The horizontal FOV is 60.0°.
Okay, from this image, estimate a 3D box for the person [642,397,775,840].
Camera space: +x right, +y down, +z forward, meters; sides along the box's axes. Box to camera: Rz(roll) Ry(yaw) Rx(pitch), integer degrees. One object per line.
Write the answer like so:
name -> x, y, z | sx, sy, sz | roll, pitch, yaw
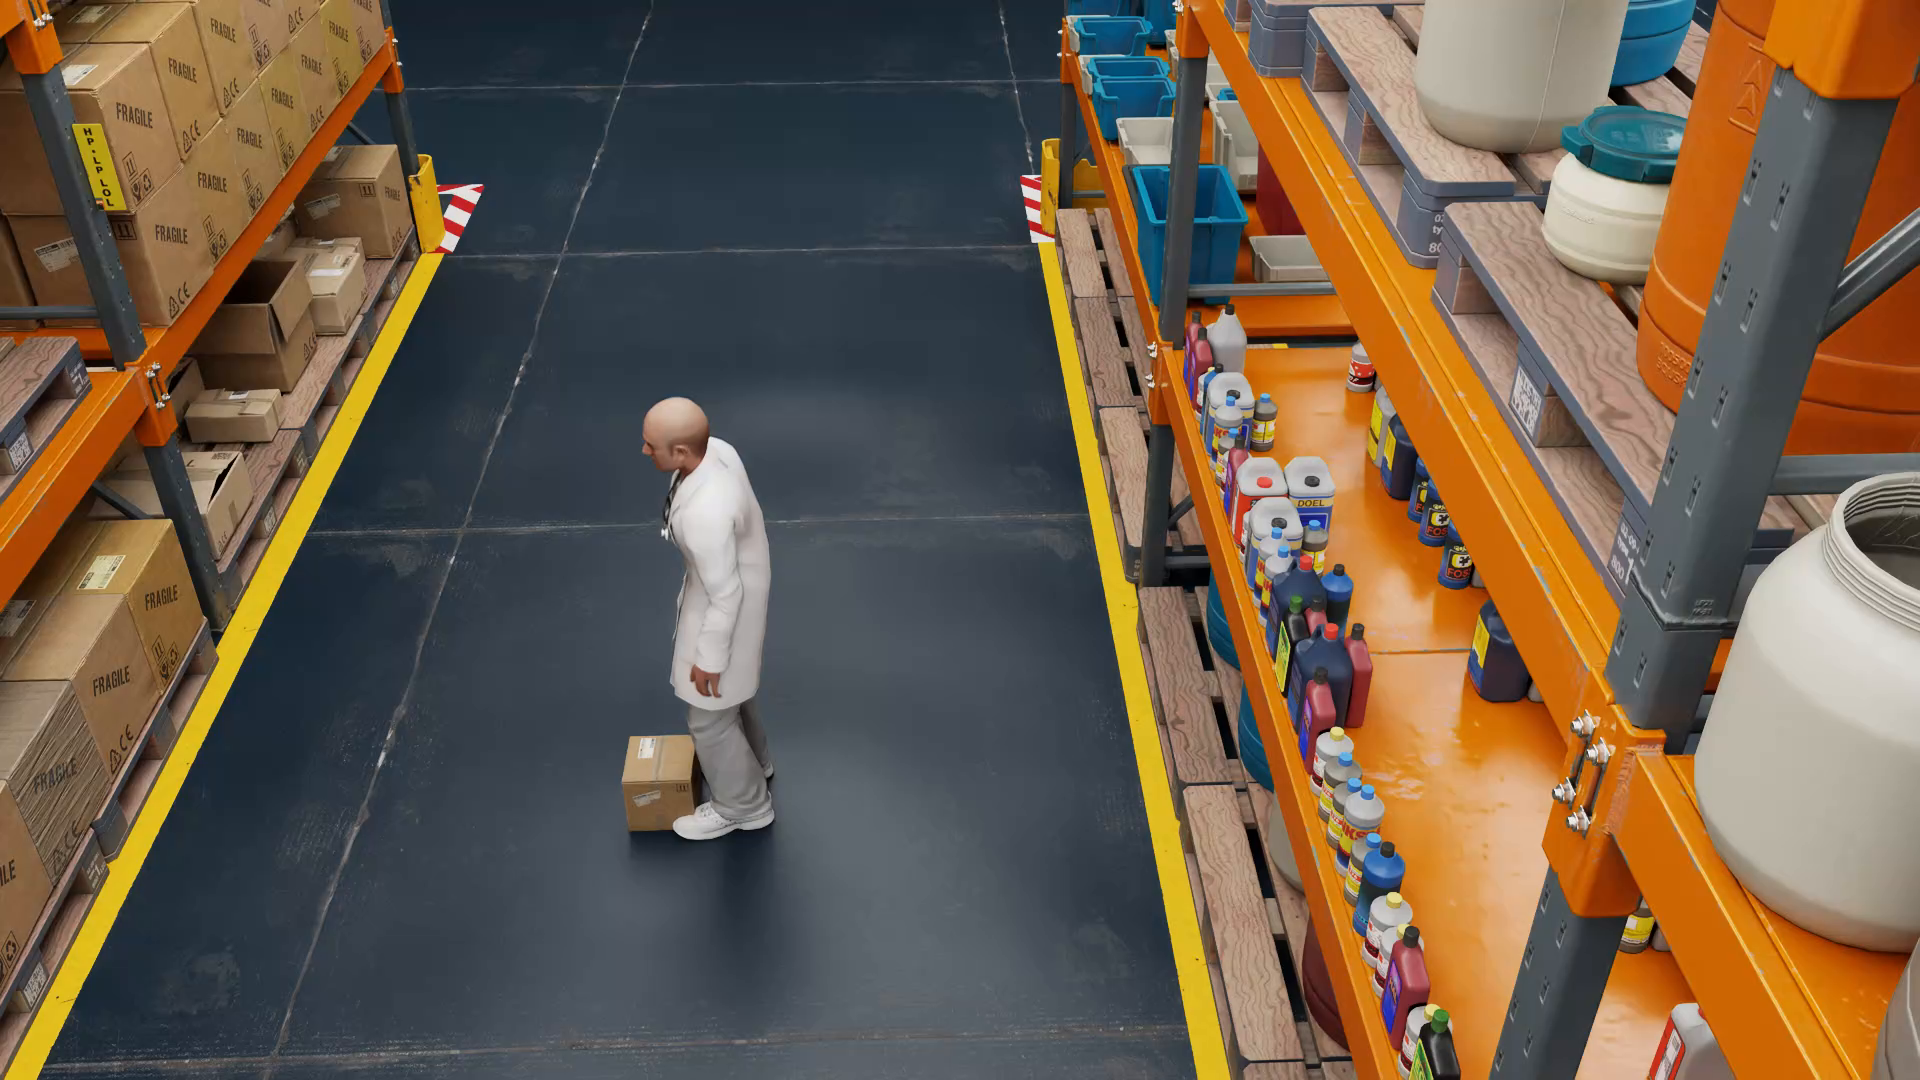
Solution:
person -> -0.858, 0.272, 5.768 | 0.429, 1.772, 0.645 | -3, 35, -5
